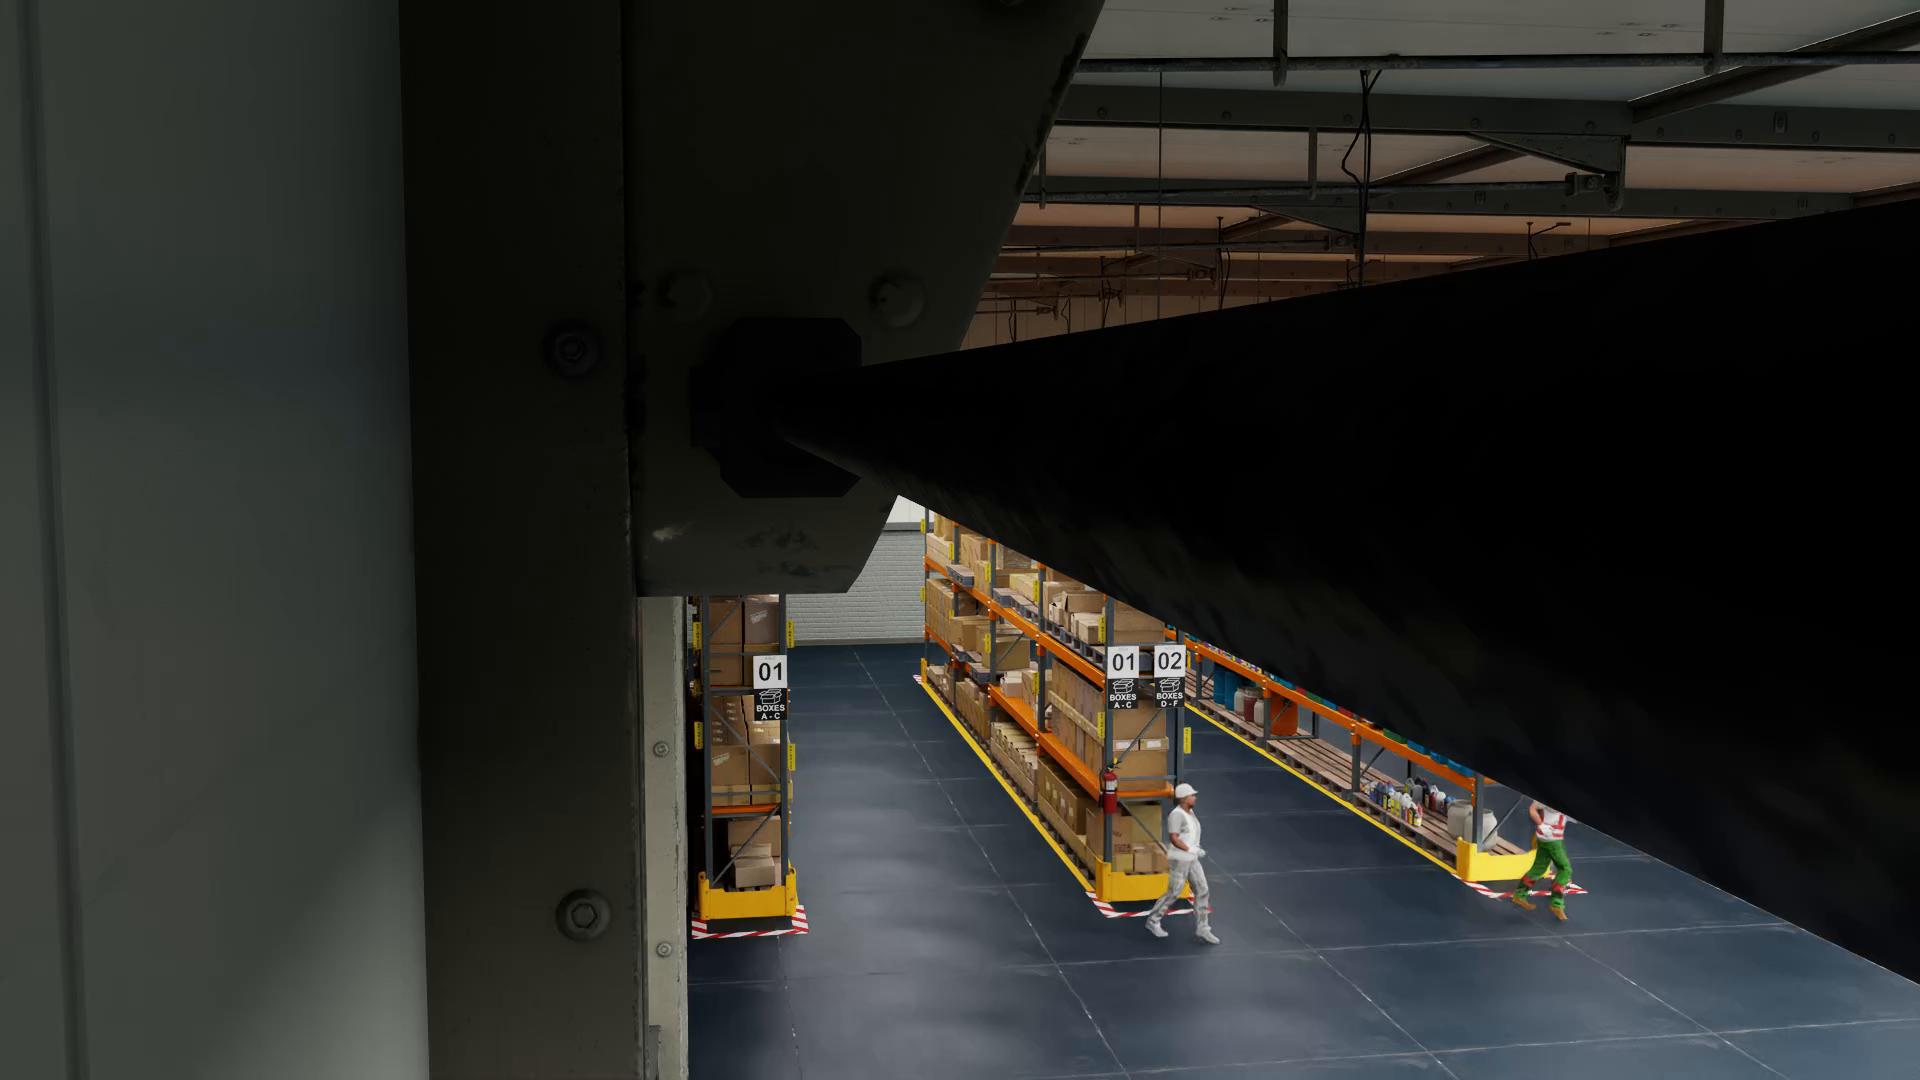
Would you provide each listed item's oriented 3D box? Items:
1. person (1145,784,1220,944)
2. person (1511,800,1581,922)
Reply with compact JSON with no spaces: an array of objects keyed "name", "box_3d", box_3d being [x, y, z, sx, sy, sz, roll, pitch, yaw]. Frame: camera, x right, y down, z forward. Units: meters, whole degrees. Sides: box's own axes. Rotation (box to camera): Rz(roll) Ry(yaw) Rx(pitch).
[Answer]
[{"name":"person","box_3d":[2.657,3.728,19.334,0.866,1.777,0.746,3,6,28]},{"name":"person","box_3d":[7.165,3.672,20.265,0.760,1.841,0.644,2,5,22]}]
